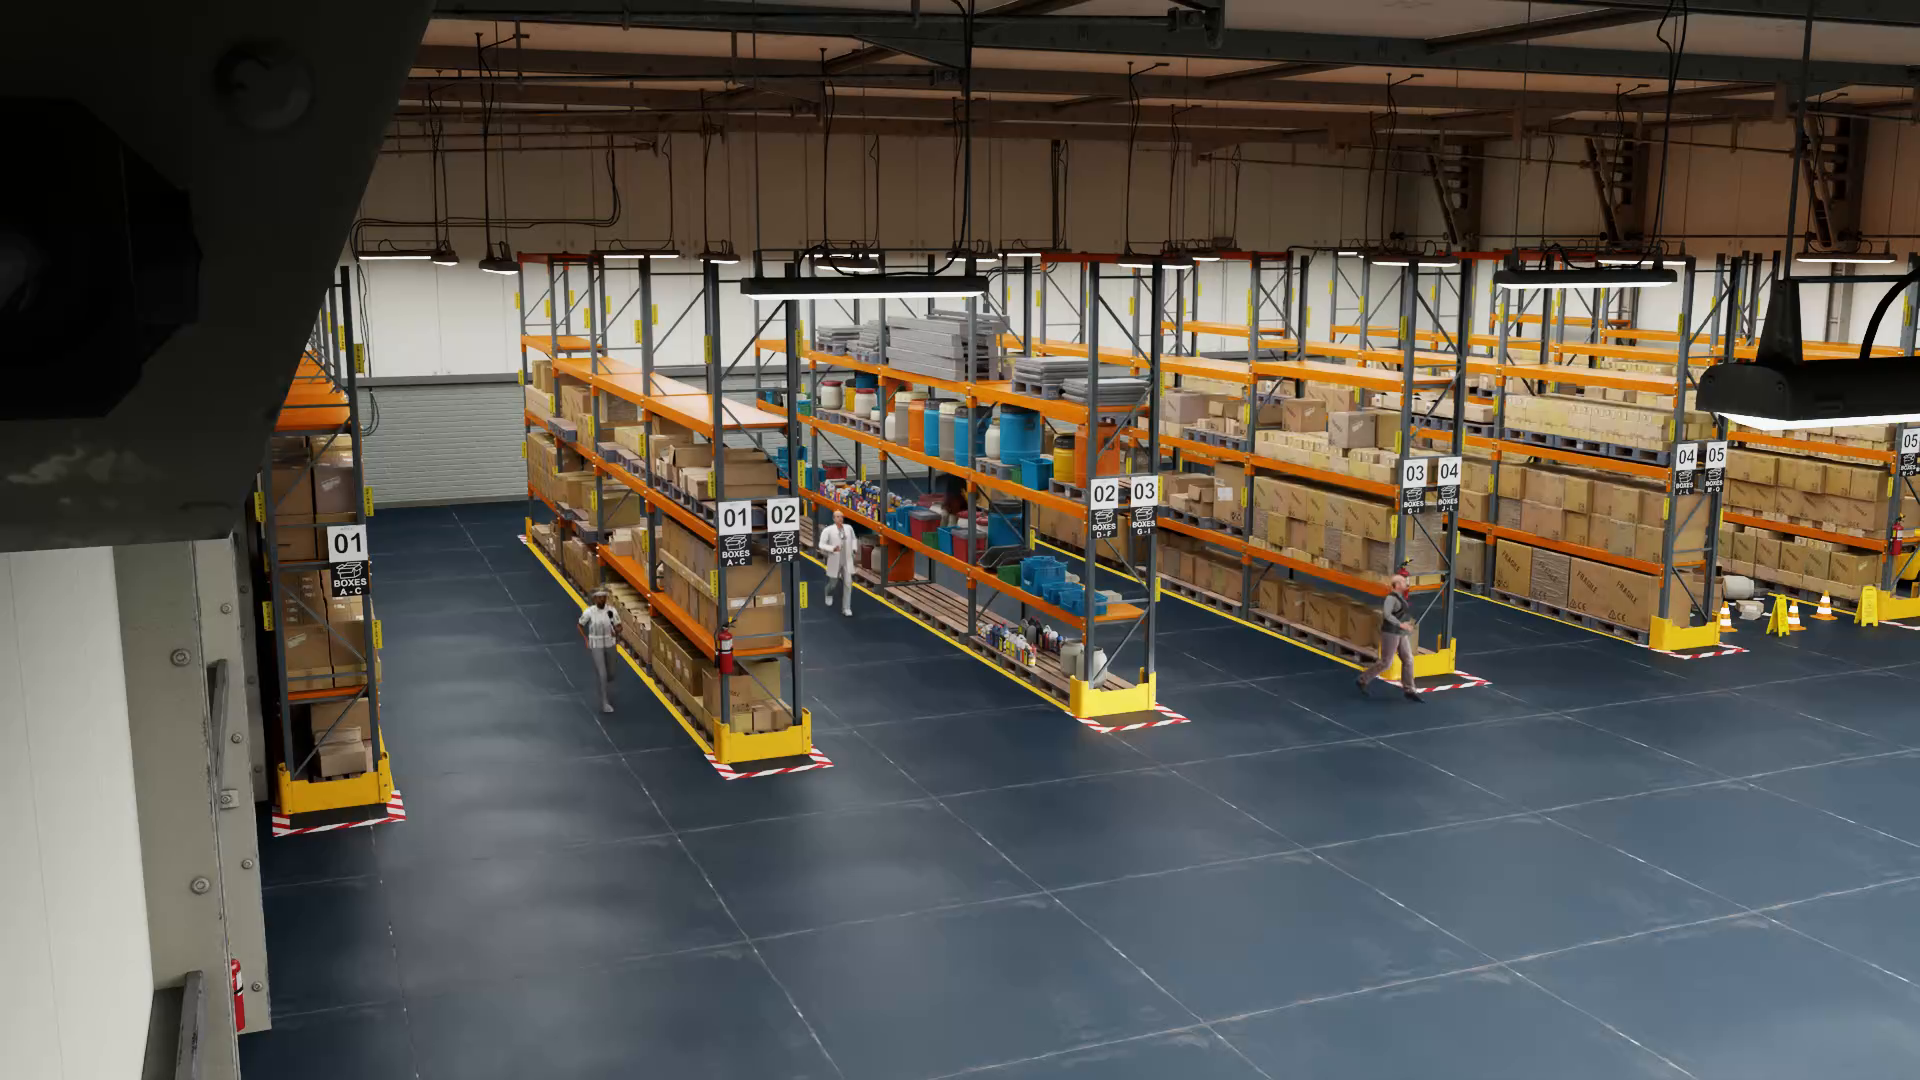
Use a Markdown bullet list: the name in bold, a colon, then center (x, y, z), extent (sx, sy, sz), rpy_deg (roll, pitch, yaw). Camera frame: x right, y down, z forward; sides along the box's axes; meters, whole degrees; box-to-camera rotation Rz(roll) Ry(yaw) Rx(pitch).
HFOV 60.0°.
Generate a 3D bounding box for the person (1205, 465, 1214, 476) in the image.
- **person**: center (6.311, -1.996, 41.220), extent (0.709, 1.715, 0.517), rpy_deg (-8, 13, -36)

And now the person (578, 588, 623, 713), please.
- **person**: center (-4.843, 1.452, 22.485), extent (0.586, 1.658, 0.779), rpy_deg (-5, 12, -26)

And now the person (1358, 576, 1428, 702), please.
- **person**: center (6.076, 1.339, 22.959), extent (0.956, 1.693, 0.724), rpy_deg (6, 12, 31)

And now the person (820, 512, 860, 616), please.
- **person**: center (-2.026, 0.383, 28.103), extent (0.705, 1.743, 0.883), rpy_deg (-4, 11, -22)
